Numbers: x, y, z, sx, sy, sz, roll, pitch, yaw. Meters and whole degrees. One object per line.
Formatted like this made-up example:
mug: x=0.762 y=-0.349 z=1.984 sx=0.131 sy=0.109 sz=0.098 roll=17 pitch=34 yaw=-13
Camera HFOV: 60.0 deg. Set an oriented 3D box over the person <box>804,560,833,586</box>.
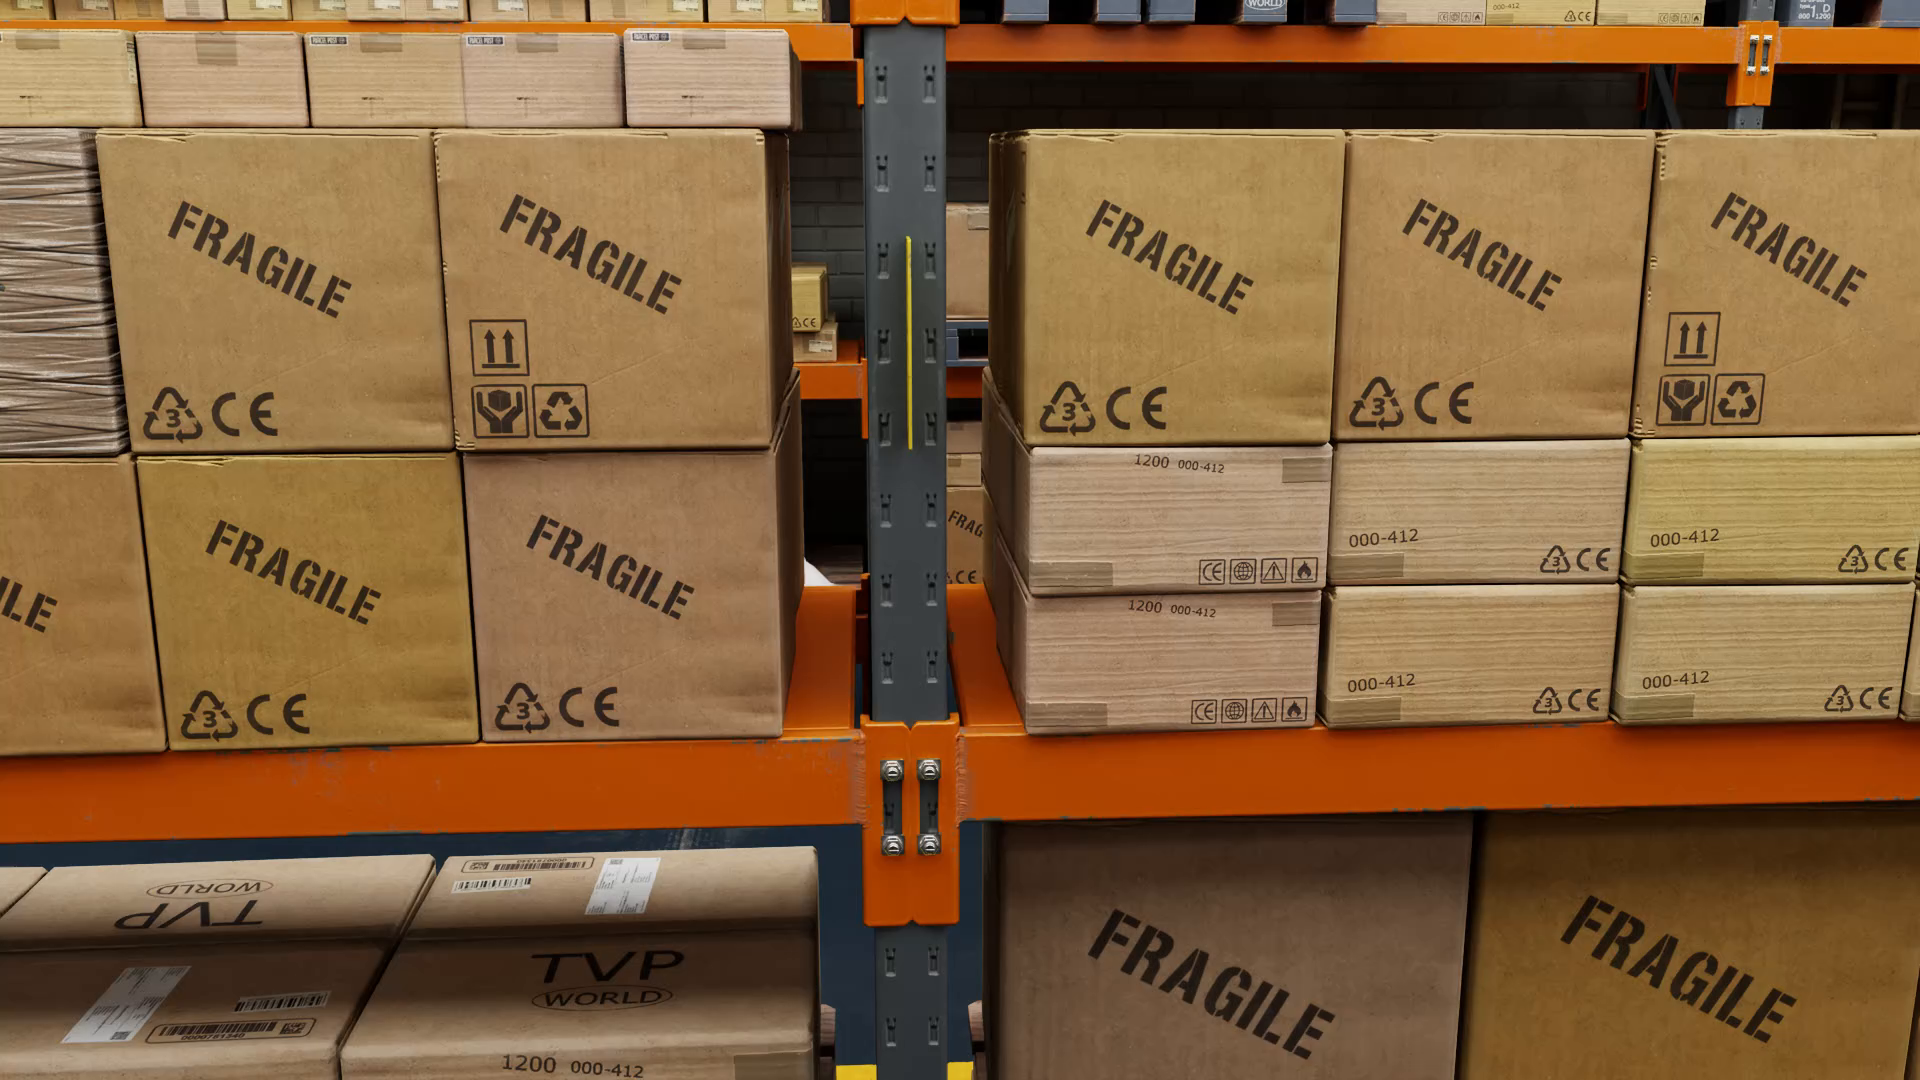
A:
person: x=-0.900 y=0.338 z=6.657 sx=0.906 sy=0.889 sz=0.597 roll=-1 pitch=13 yaw=-3
